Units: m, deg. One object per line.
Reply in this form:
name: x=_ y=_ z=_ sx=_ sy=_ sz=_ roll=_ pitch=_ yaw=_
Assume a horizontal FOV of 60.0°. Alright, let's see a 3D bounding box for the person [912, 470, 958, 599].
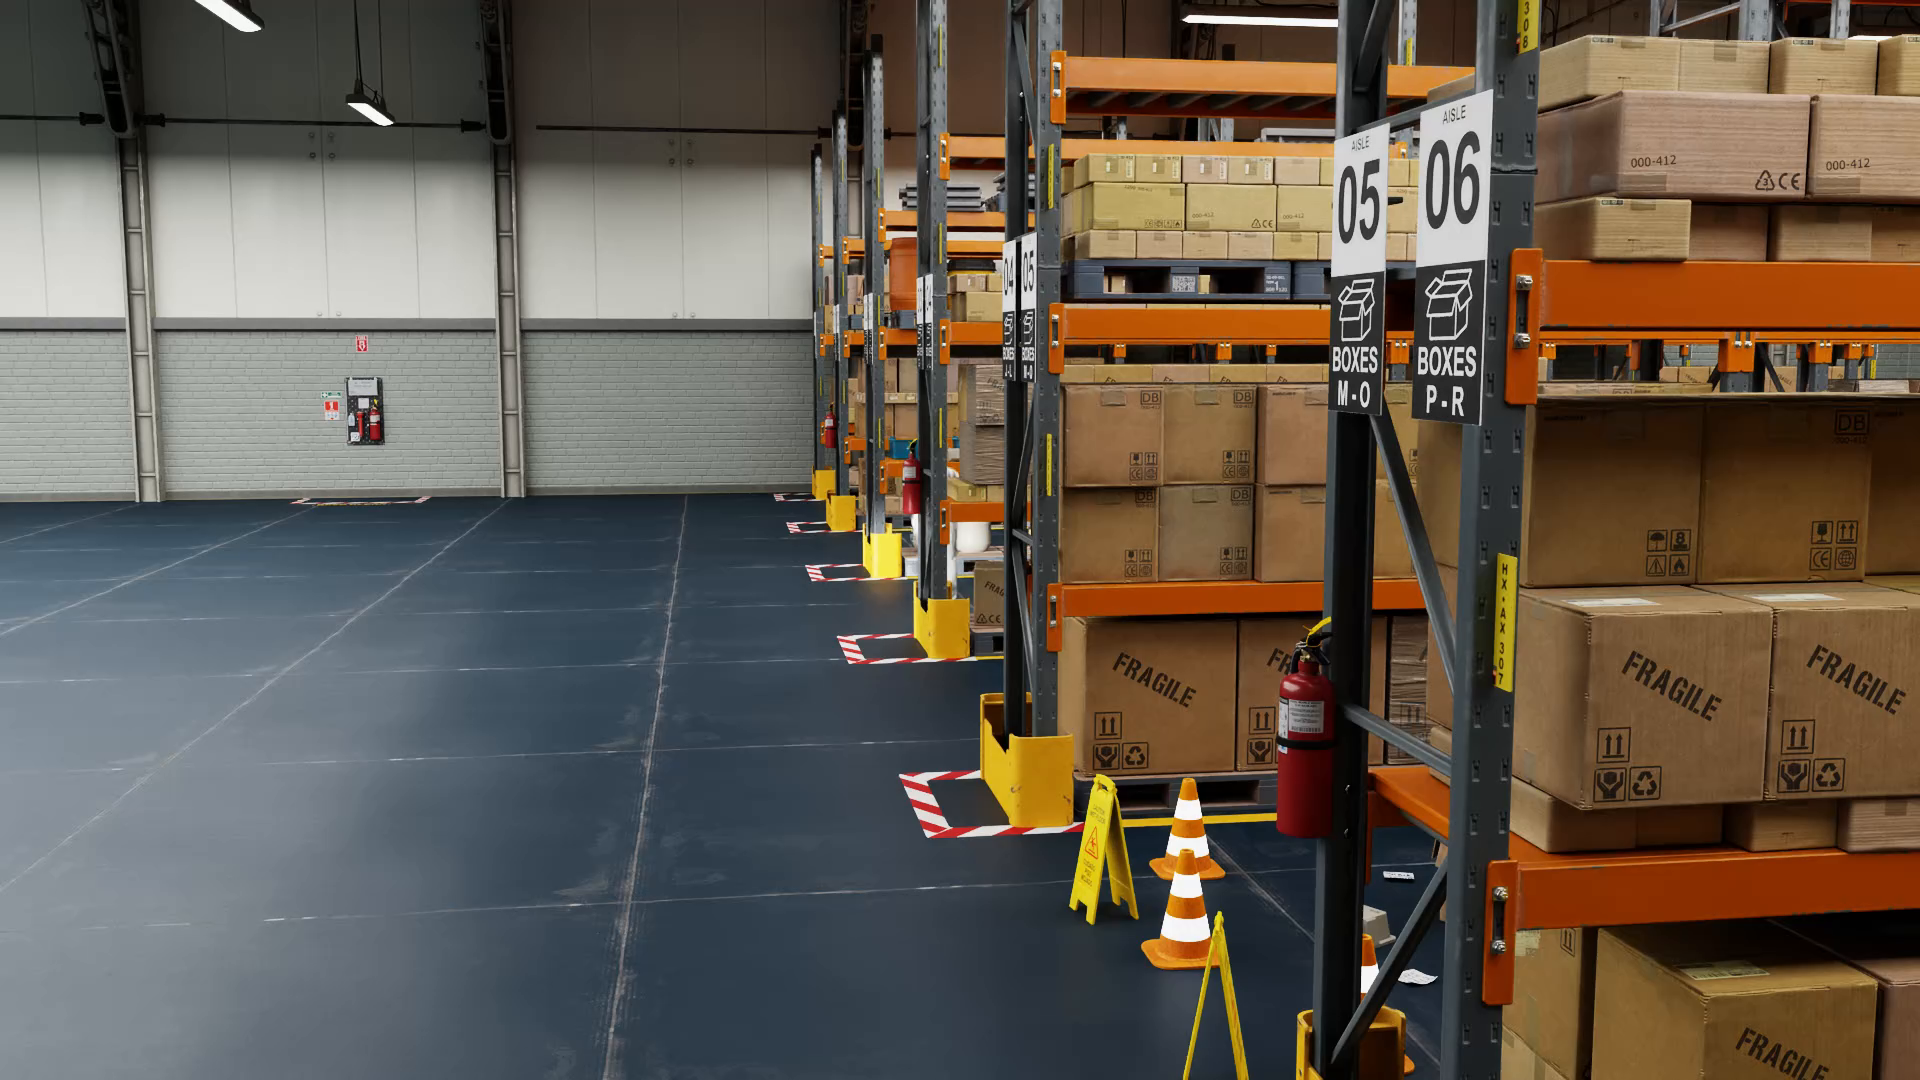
person: x=-0.245 y=-0.135 z=16.773 sx=0.504 sy=1.616 sz=0.461 roll=-1 pitch=7 yaw=-7
